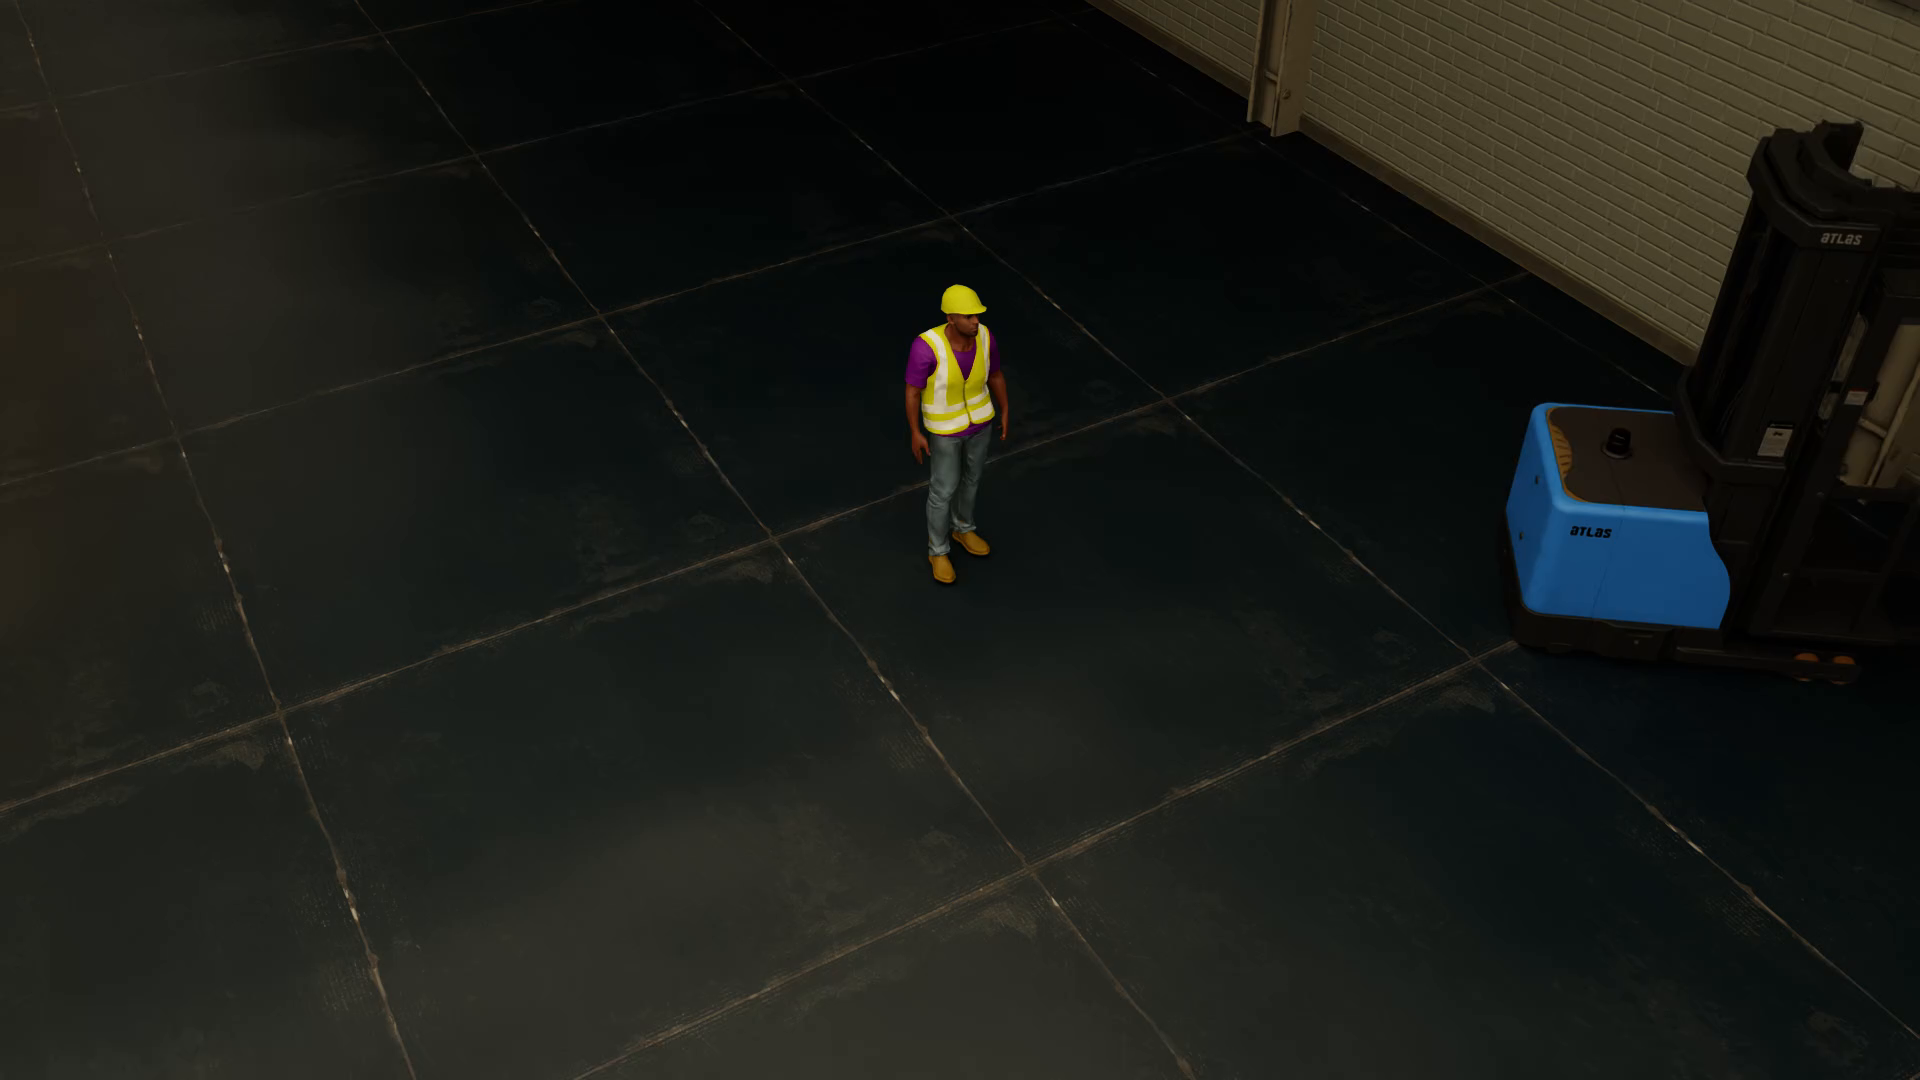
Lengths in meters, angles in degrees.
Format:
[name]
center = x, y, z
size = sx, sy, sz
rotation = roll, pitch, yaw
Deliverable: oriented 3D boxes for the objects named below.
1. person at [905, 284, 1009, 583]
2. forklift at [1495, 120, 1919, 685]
[person]
center = 0.029, -0.645, 9.715
size = 0.665, 1.765, 0.577
rotation = -20, 44, -23
[forklift]
center = 4.735, -0.678, 8.853
size = 3.031, 2.935, 1.130
rotation = 5, 40, 6
